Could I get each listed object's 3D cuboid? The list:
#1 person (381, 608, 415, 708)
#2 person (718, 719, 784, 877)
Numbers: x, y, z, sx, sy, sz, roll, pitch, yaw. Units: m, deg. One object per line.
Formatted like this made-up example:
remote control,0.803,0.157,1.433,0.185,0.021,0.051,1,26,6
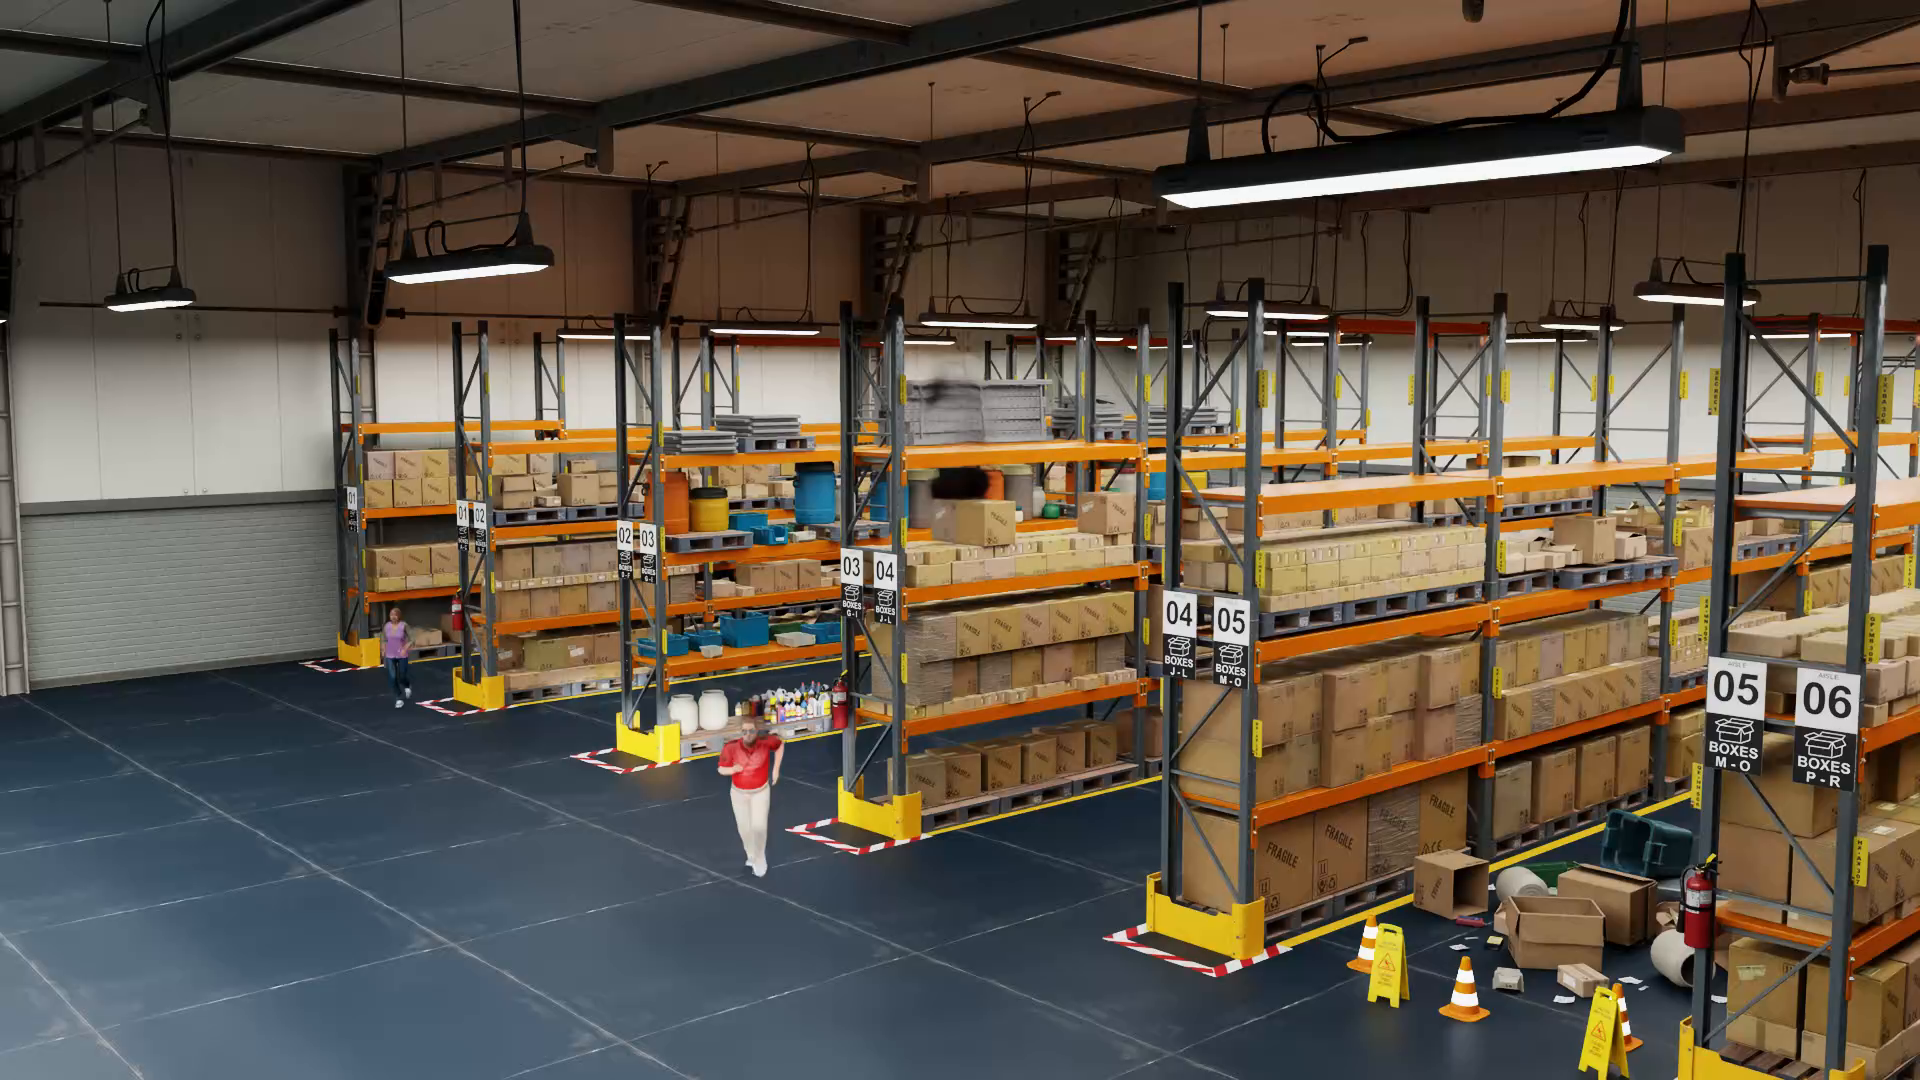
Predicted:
person,-8.789,1.826,25.991,0.523,1.554,0.549,0,6,-3
person,-2.146,2.636,17.107,0.643,1.671,0.908,0,6,-1
